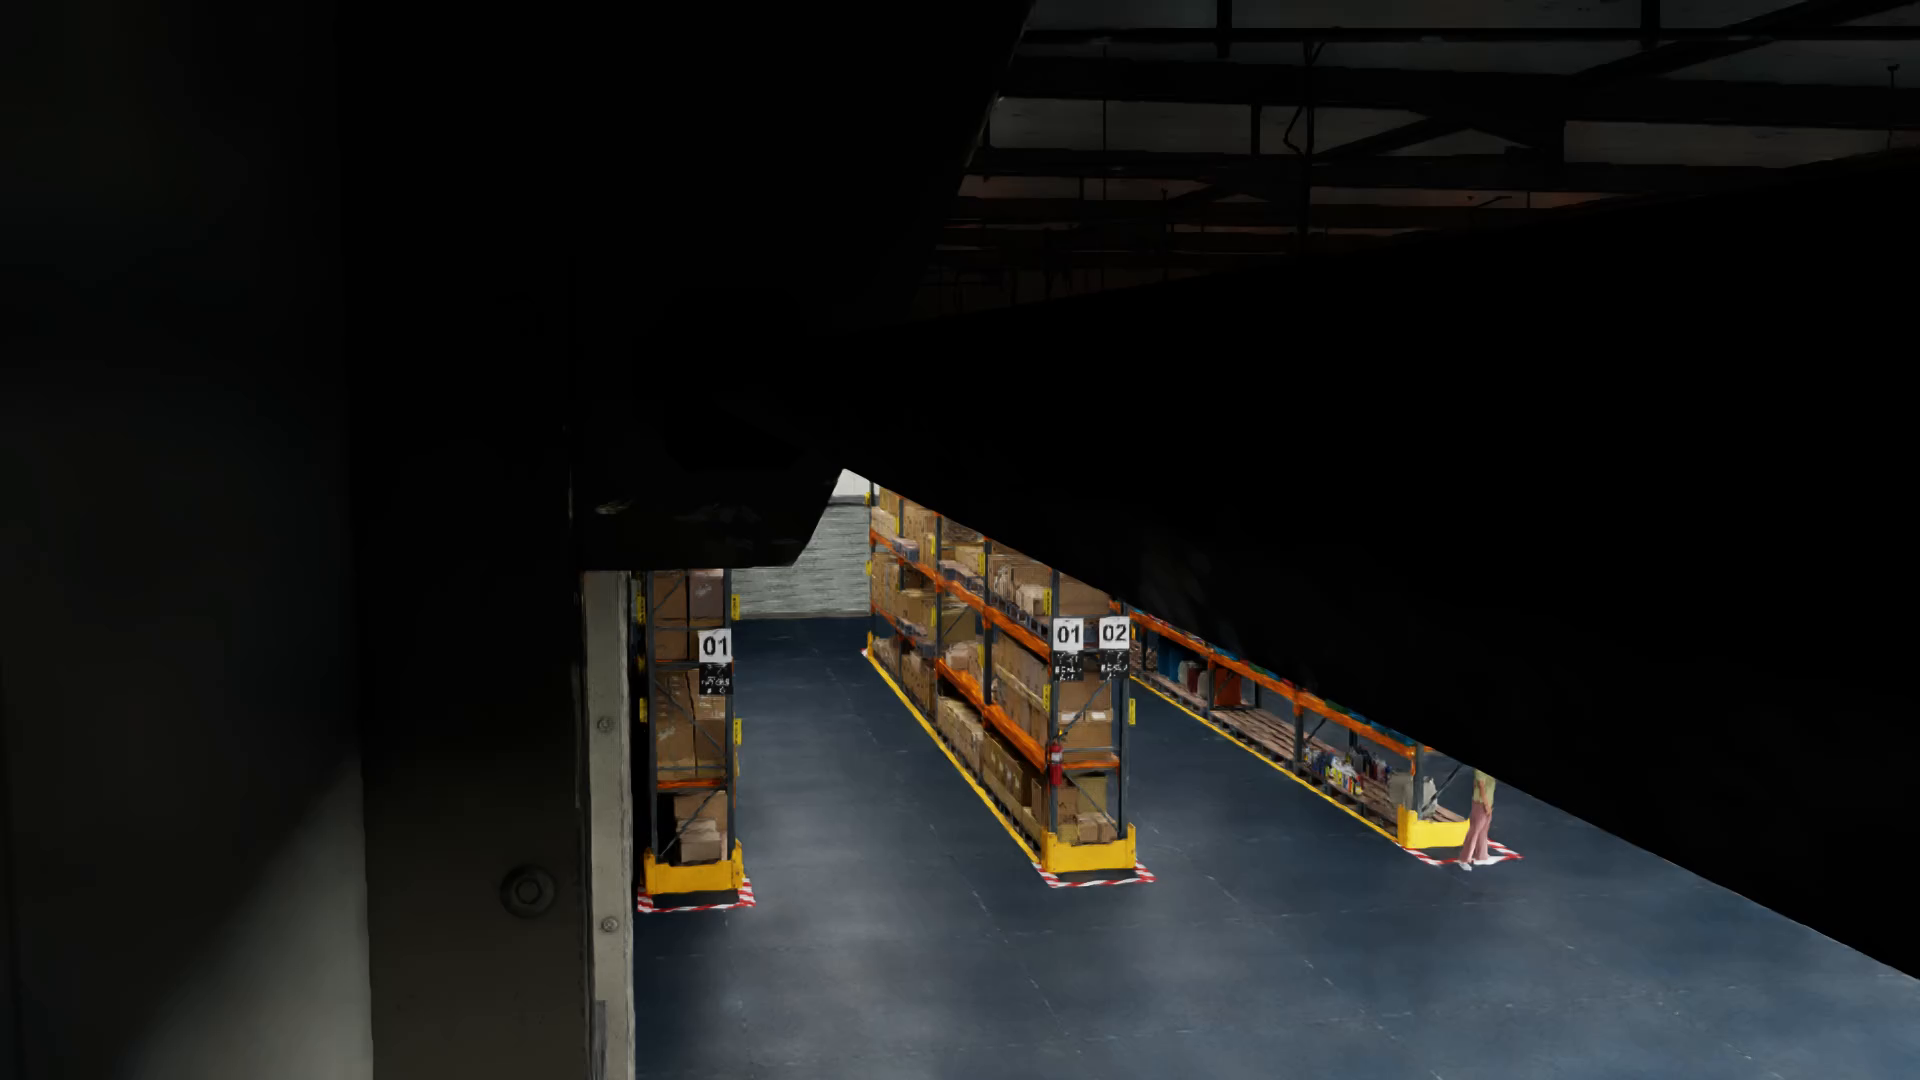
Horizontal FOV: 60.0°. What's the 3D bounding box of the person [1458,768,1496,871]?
[{"bbox_3d":[6.534,3.323,20.965,0.418,1.652,0.648,2,6,23],"label":"person"}]
